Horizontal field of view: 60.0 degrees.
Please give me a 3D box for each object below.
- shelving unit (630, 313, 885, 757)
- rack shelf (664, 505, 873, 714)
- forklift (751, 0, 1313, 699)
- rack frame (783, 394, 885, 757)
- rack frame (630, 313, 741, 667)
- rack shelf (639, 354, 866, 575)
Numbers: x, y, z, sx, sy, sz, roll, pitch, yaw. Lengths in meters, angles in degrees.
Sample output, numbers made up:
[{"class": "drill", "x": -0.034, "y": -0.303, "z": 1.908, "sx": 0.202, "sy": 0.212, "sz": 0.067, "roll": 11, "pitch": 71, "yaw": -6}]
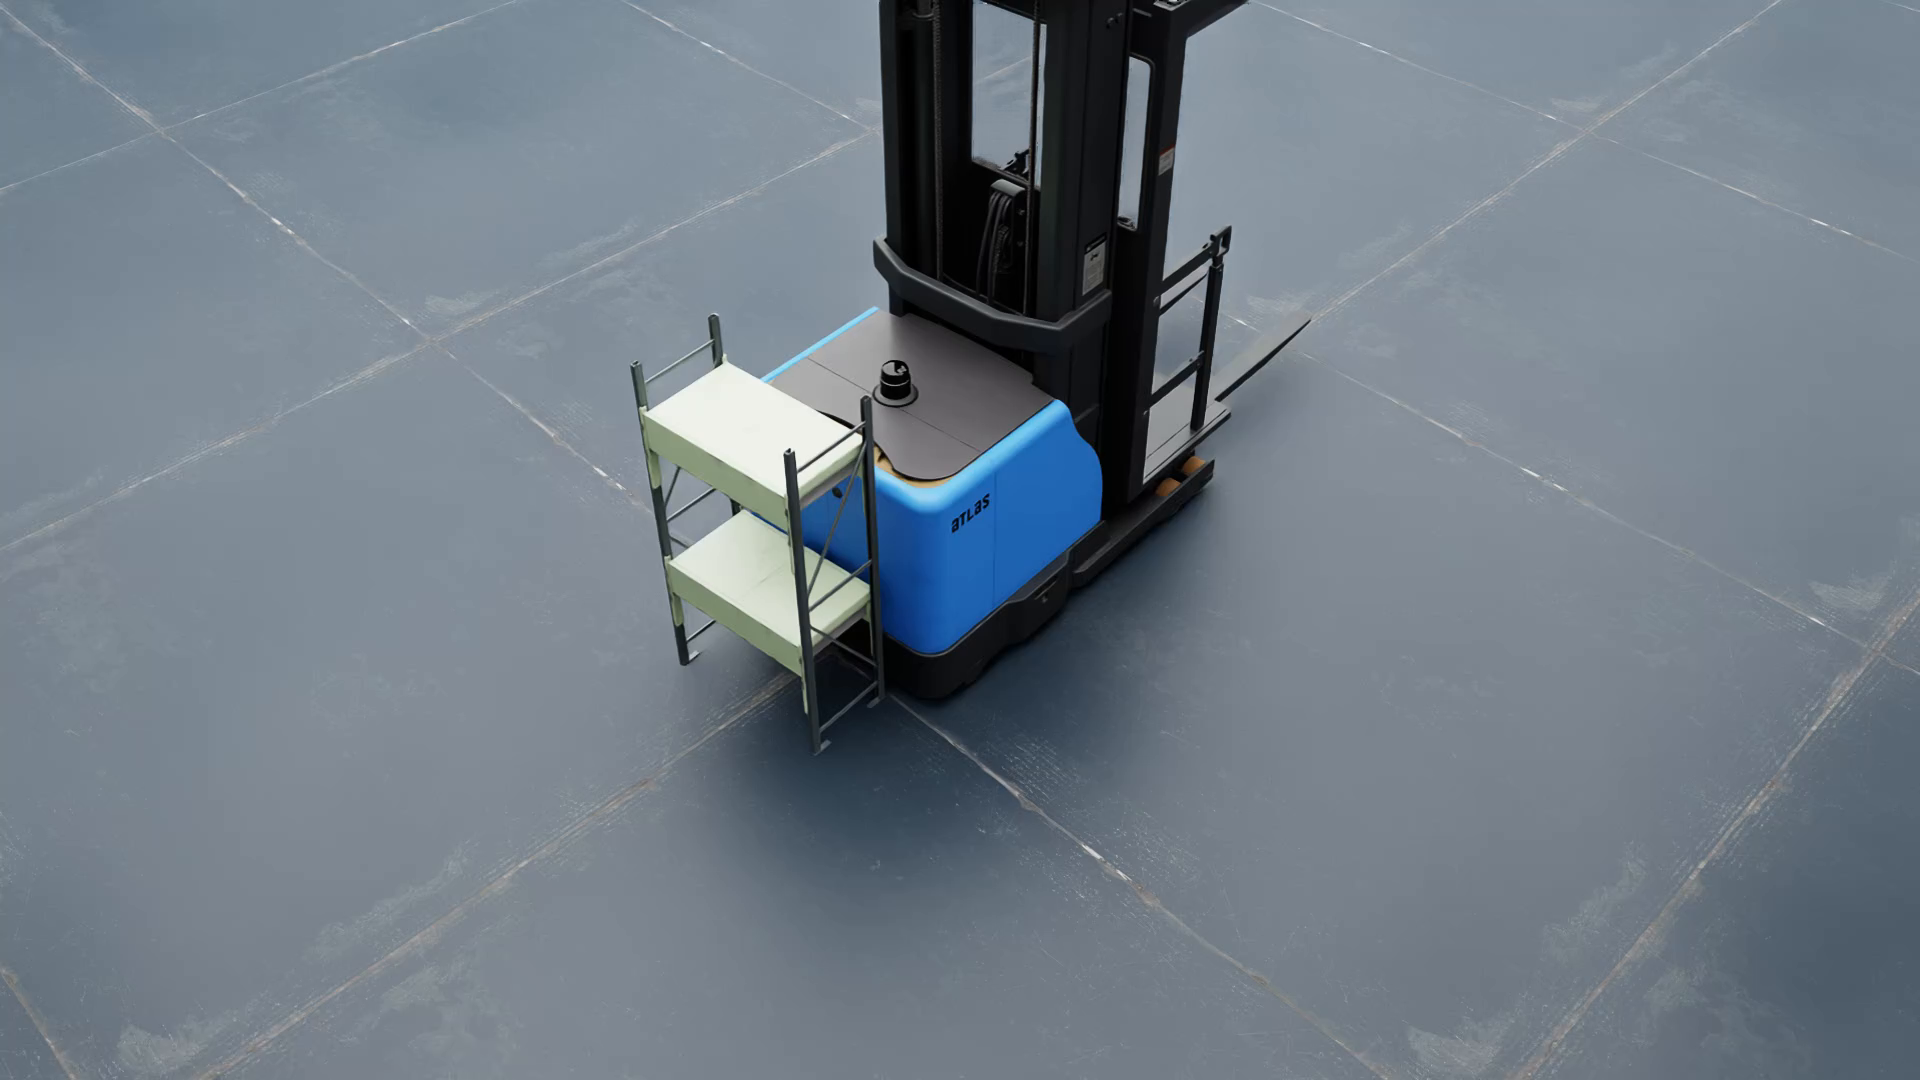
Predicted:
[{"class": "shelving unit", "x": -0.713, "y": 0.010, "z": 6.134, "sx": 0.755, "sy": 1.500, "sz": 0.431, "roll": 30, "pitch": 50, "yaw": 28}, {"class": "rack shelf", "x": -0.713, "y": 0.250, "z": 6.355, "sx": 0.720, "sy": 0.370, "sz": 0.431, "roll": 30, "pitch": 50, "yaw": 28}, {"class": "forklift", "x": 0.486, "y": -1.386, "z": 6.591, "sx": 1.130, "sy": 2.935, "sz": 3.031, "roll": 30, "pitch": 51, "yaw": 29}, {"class": "rack frame", "x": -0.432, "y": 0.170, "z": 5.961, "sx": 0.023, "sy": 1.500, "sz": 0.400, "roll": 30, "pitch": 50, "yaw": 28}, {"class": "rack frame", "x": -0.993, "y": -0.150, "z": 6.307, "sx": 0.023, "sy": 1.500, "sz": 0.400, "roll": 30, "pitch": 50, "yaw": 28}, {"class": "rack shelf", "x": -0.713, "y": -0.276, "z": 5.869, "sx": 0.720, "sy": 0.370, "sz": 0.431, "roll": 30, "pitch": 50, "yaw": 28}]
